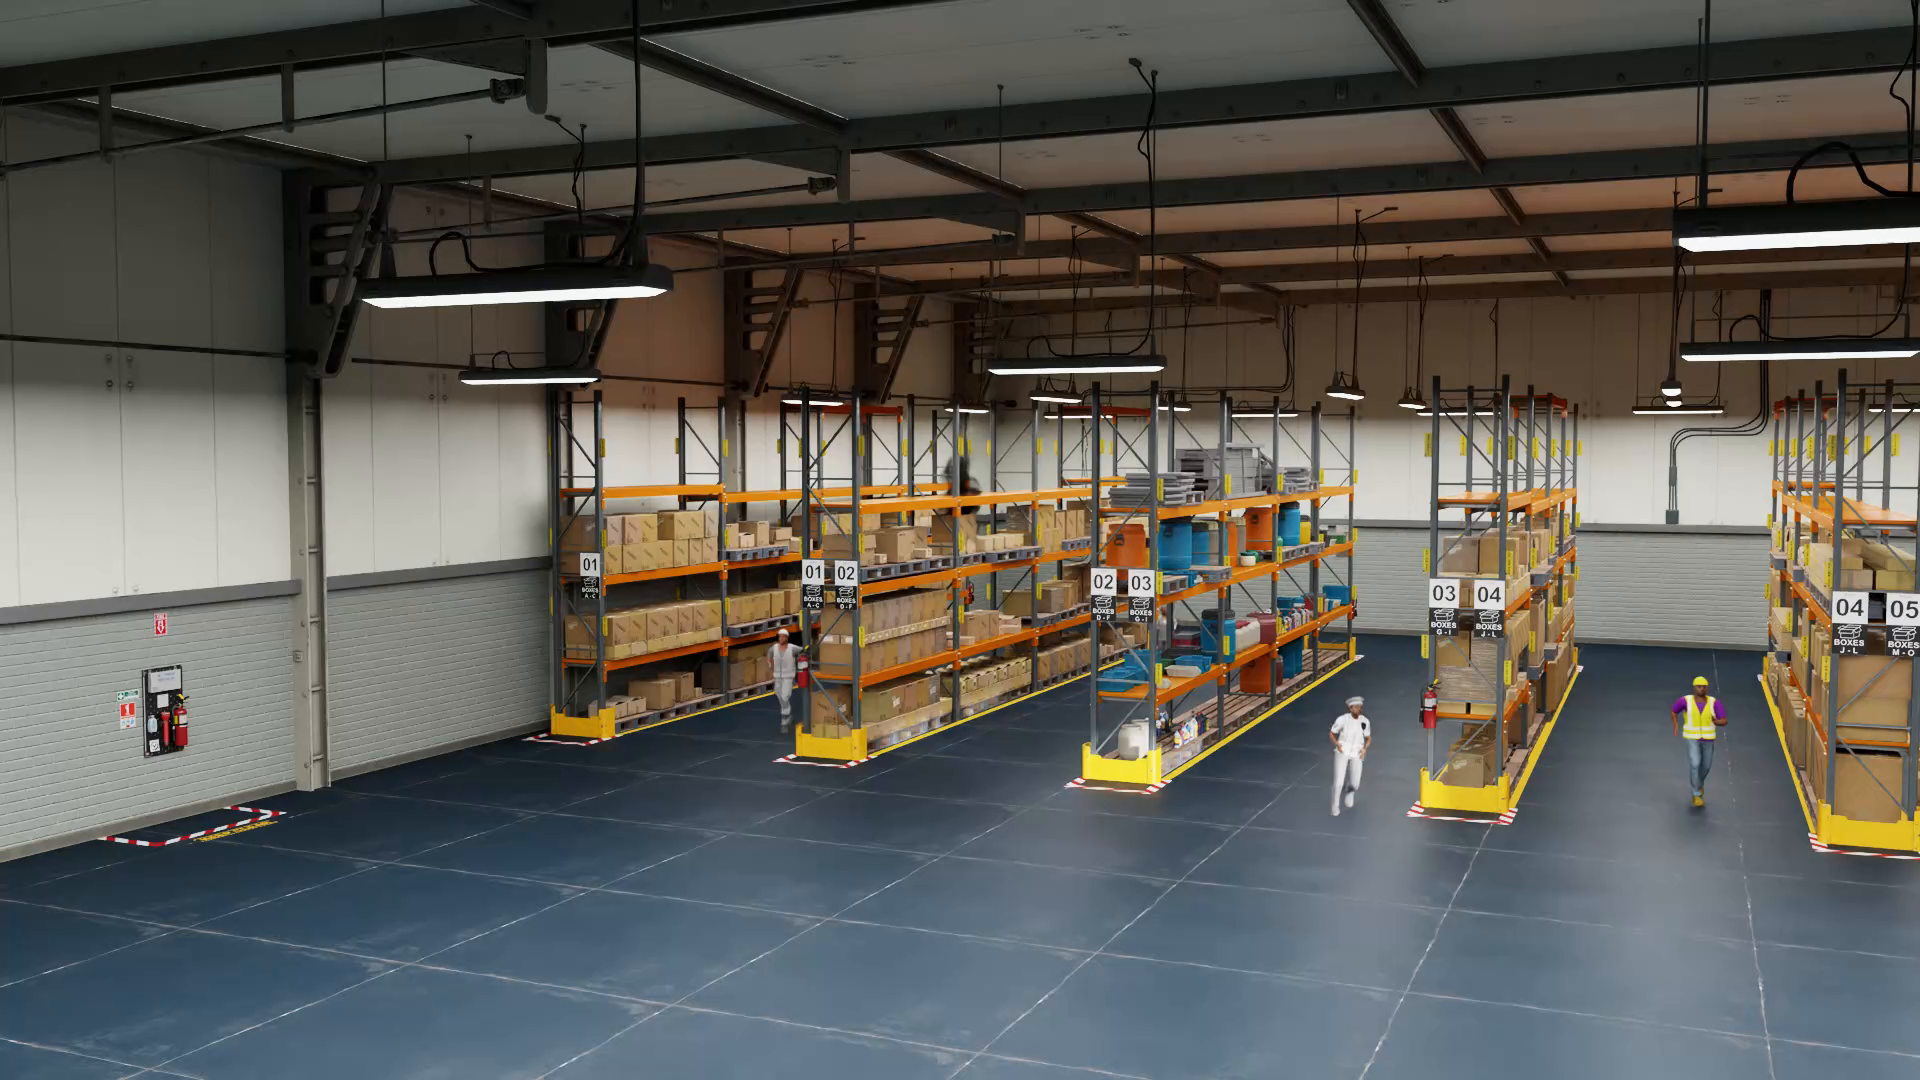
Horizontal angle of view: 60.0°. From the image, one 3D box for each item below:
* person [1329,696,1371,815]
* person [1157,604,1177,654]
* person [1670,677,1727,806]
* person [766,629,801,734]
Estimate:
[{"bbox_3d":[5.358,2.943,22.811,0.578,1.624,0.537,0,3,5],"label":"person"},{"bbox_3d":[4.463,2.206,36.277,0.490,1.644,0.777,1,3,15],"label":"person"},{"bbox_3d":[10.410,2.797,23.409,0.701,1.750,0.990,1,3,12],"label":"person"},{"bbox_3d":[-3.130,2.485,29.481,0.633,1.840,0.795,1,3,17],"label":"person"}]
